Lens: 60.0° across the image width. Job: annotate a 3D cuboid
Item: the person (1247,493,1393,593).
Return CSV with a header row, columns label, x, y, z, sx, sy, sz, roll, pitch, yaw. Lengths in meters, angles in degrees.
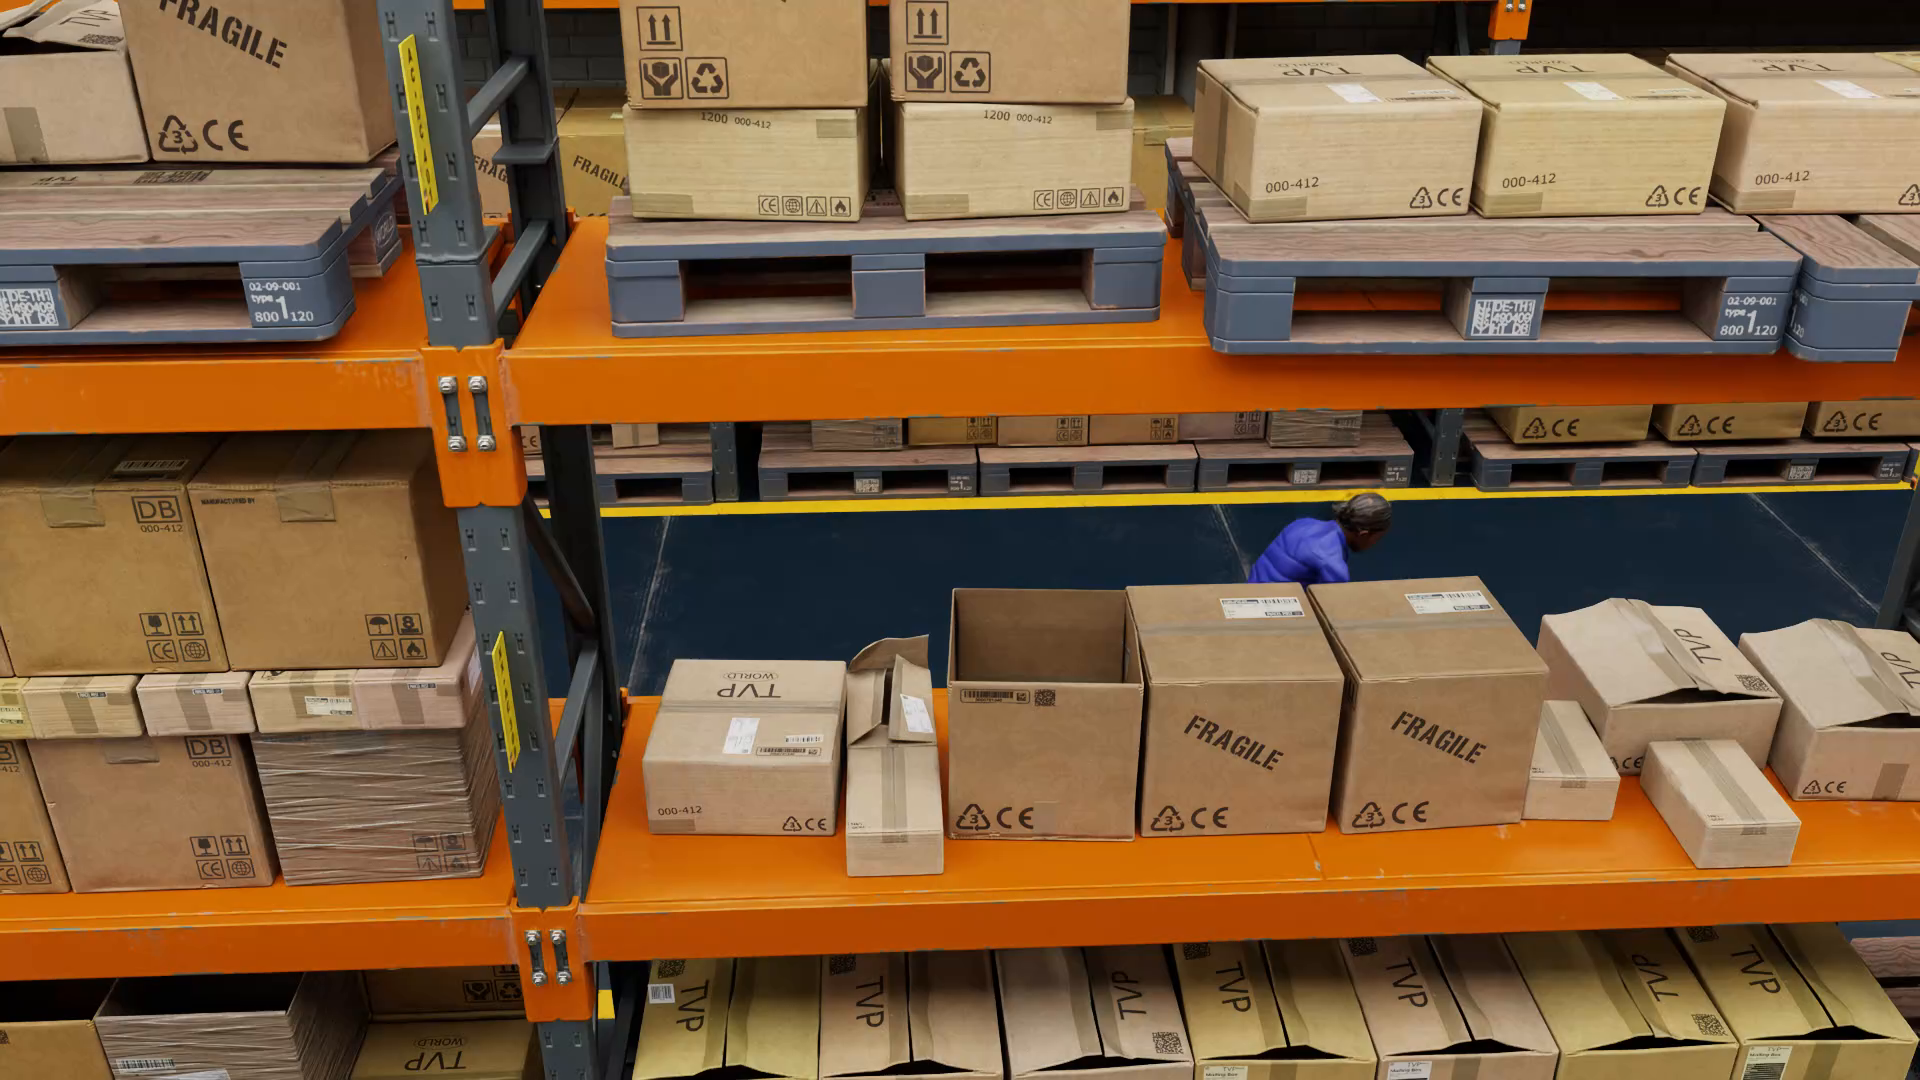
label,x,y,z,sx,sy,sz,roll,pitch,yaw
person,1.327,0.402,6.655,0.684,1.277,0.497,-1,28,-2
